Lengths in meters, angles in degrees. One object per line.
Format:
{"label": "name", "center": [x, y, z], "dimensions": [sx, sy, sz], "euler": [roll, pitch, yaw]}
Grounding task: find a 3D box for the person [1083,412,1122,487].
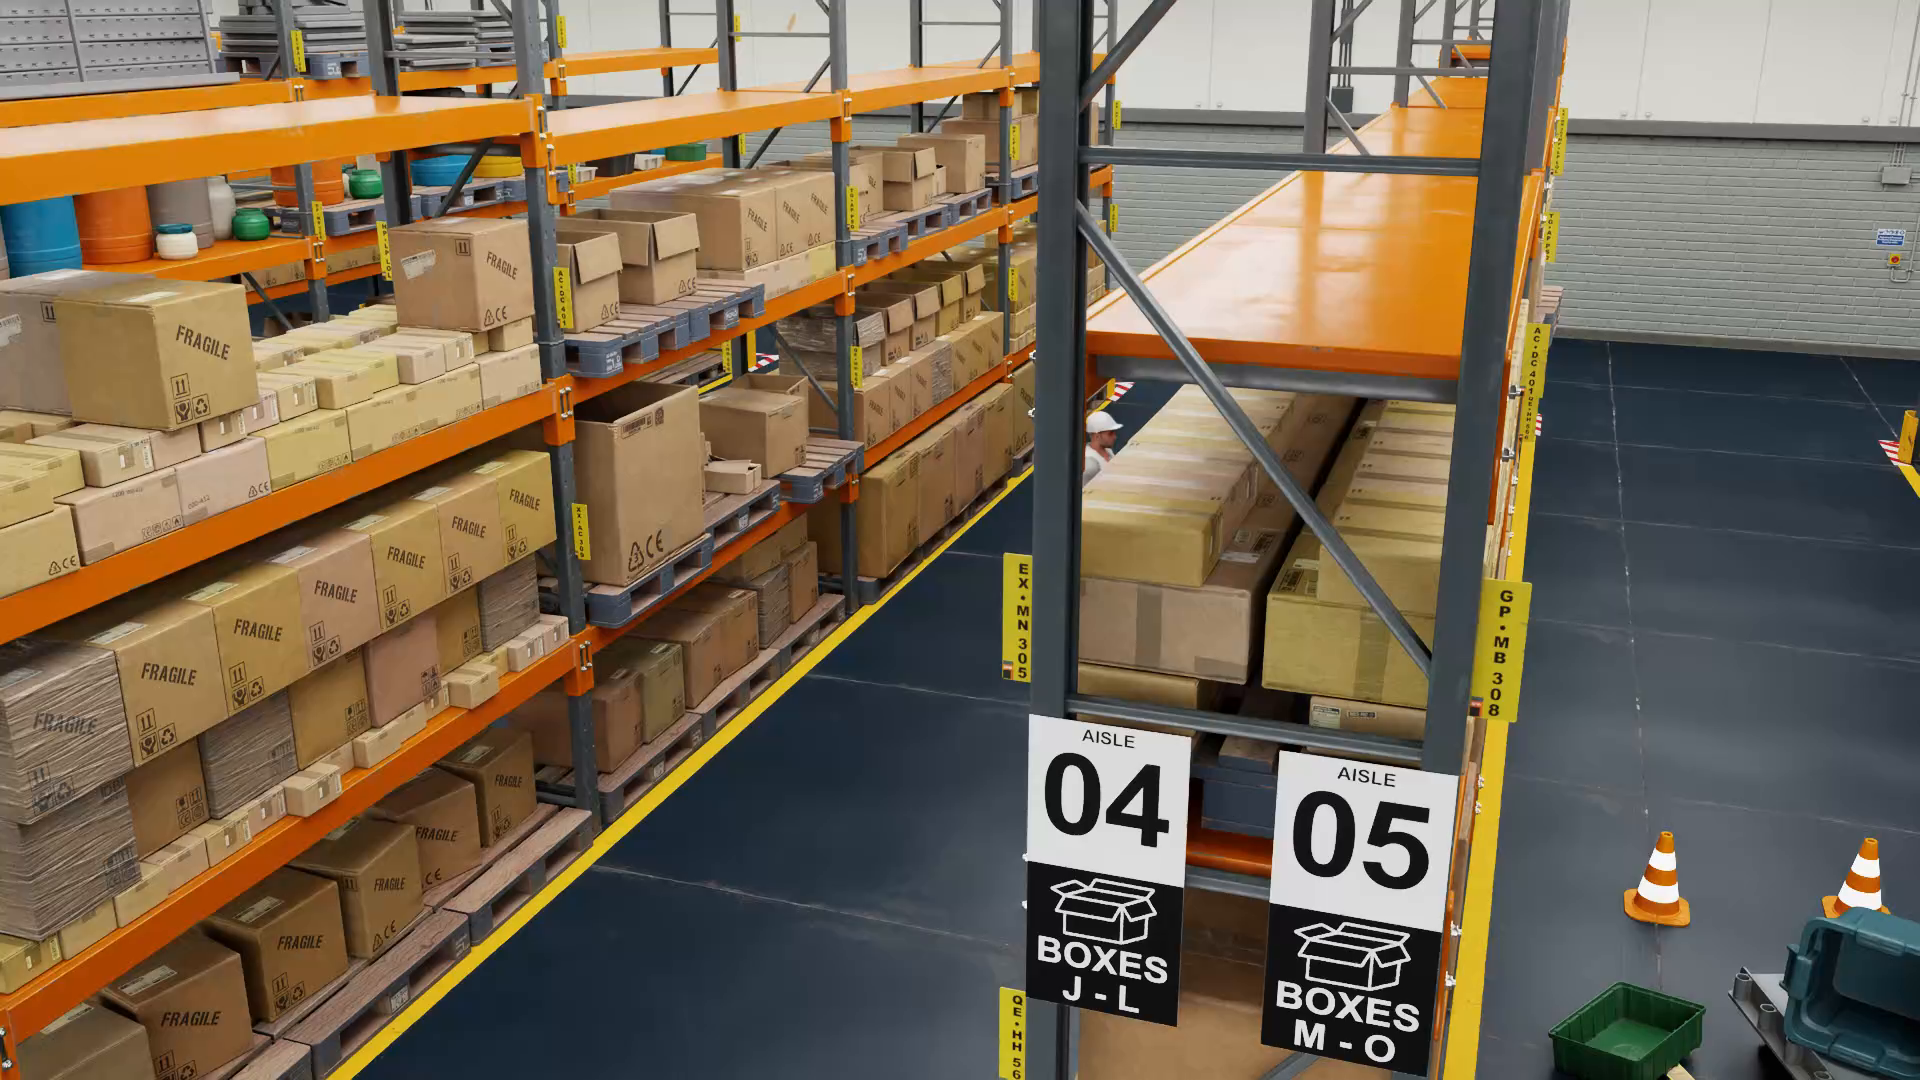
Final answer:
{"label": "person", "center": [1.086, -0.119, 12.877], "dimensions": [0.346, 1.787, 0.523], "euler": [7, 20, 20]}
